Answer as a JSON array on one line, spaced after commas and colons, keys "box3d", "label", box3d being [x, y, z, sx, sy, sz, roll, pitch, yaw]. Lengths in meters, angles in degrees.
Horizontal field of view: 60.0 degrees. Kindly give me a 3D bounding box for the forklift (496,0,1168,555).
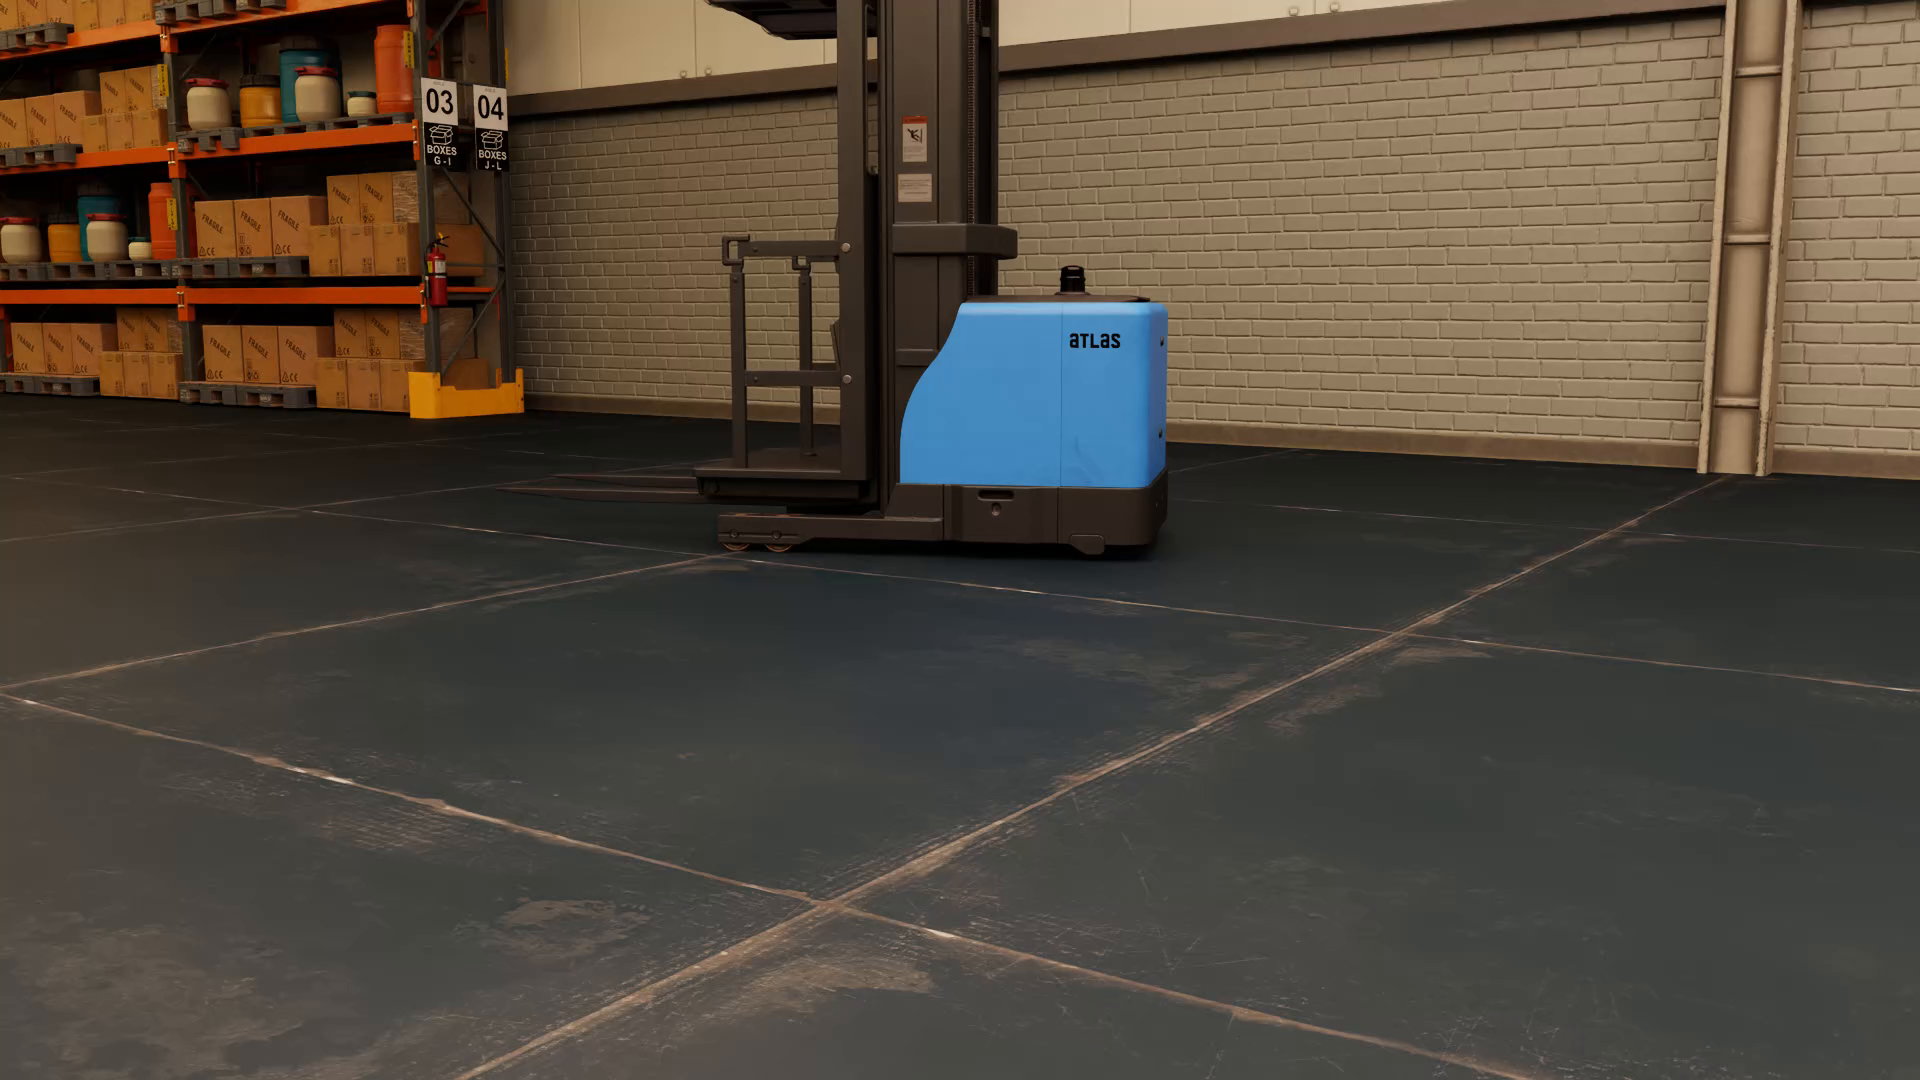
[{"box3d": [-0.596, -1.469, 7.520, 3.031, 2.935, 1.130, 2, 8, 12], "label": "forklift"}]
